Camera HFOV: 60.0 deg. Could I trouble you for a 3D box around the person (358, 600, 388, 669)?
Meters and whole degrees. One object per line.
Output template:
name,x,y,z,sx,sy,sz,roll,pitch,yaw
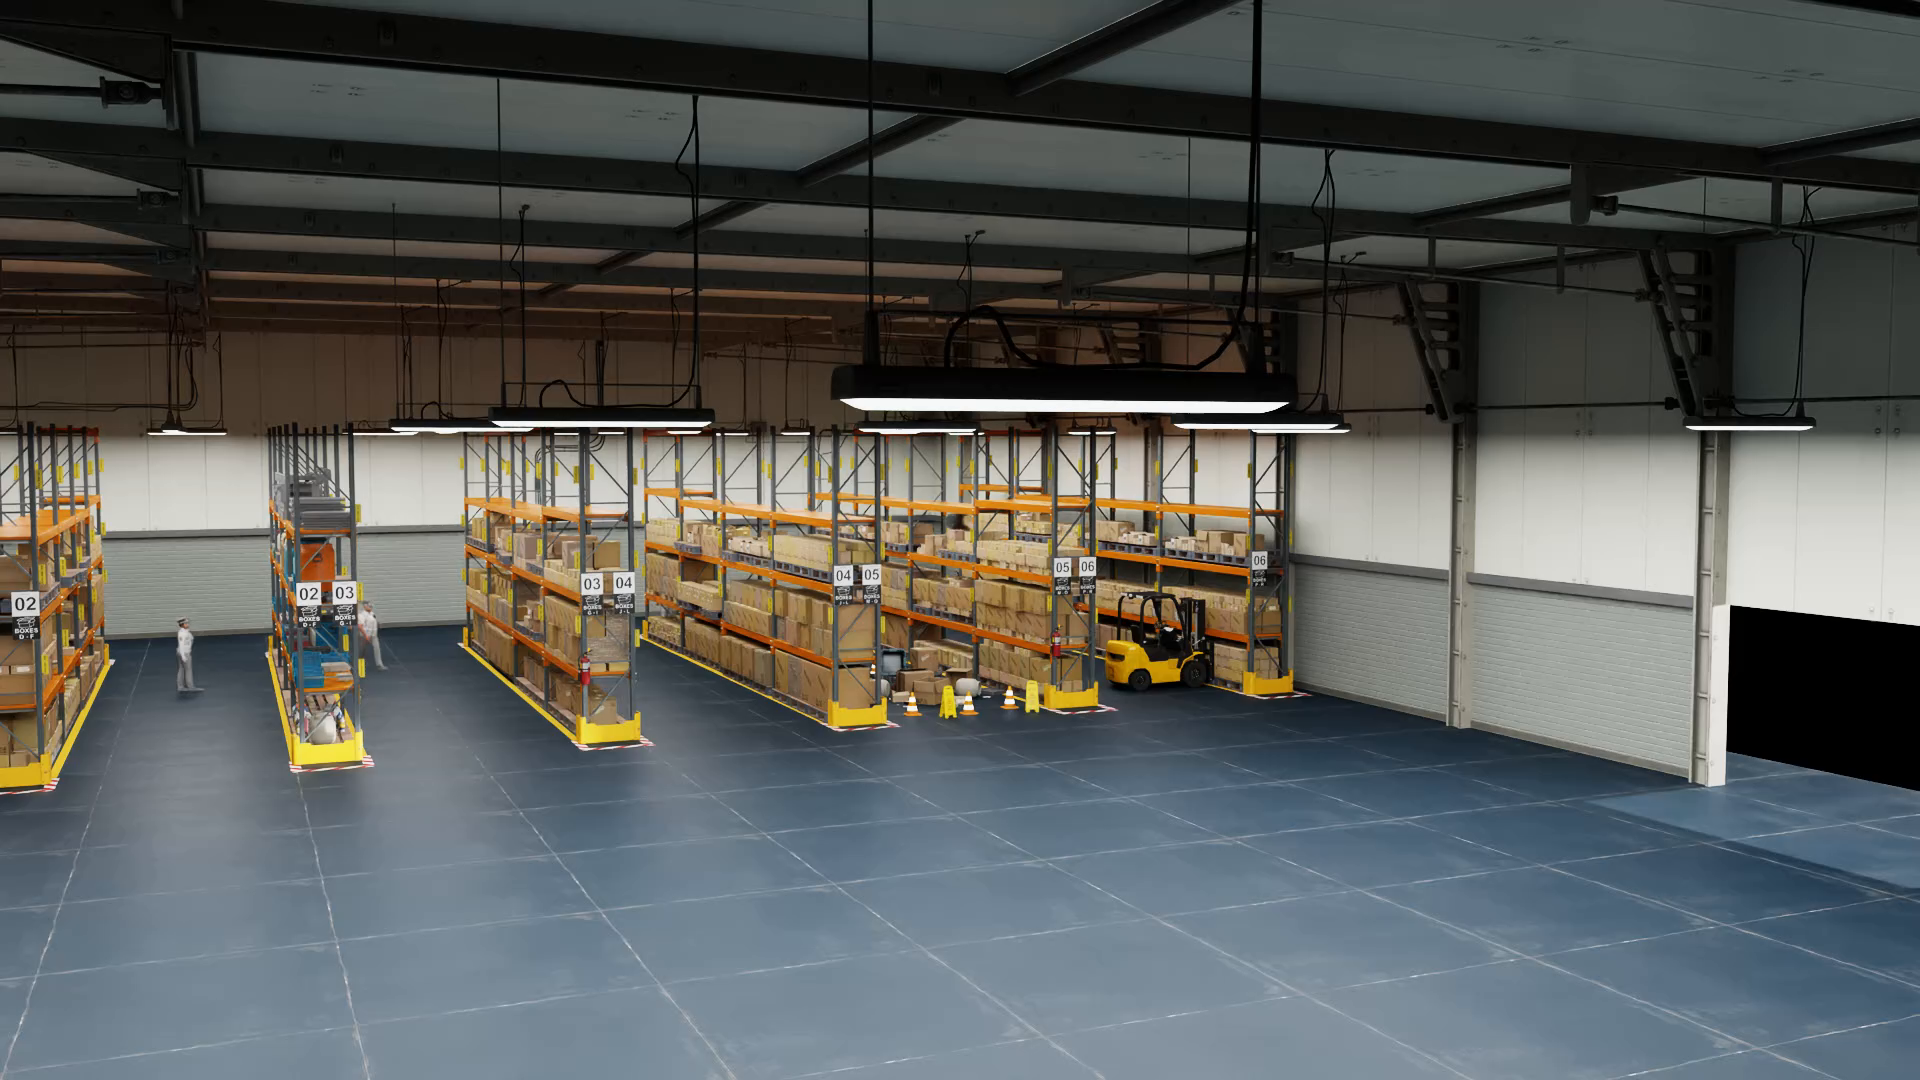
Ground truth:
person,-14.580,2.337,41.007,0.531,1.705,1.039,-3,5,-44

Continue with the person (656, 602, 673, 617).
person,-8.753,1.799,49.584,0.646,1.743,0.790,0,4,-6

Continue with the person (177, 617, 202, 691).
person,-17.471,2.581,37.658,0.495,1.689,0.488,-2,4,-28
